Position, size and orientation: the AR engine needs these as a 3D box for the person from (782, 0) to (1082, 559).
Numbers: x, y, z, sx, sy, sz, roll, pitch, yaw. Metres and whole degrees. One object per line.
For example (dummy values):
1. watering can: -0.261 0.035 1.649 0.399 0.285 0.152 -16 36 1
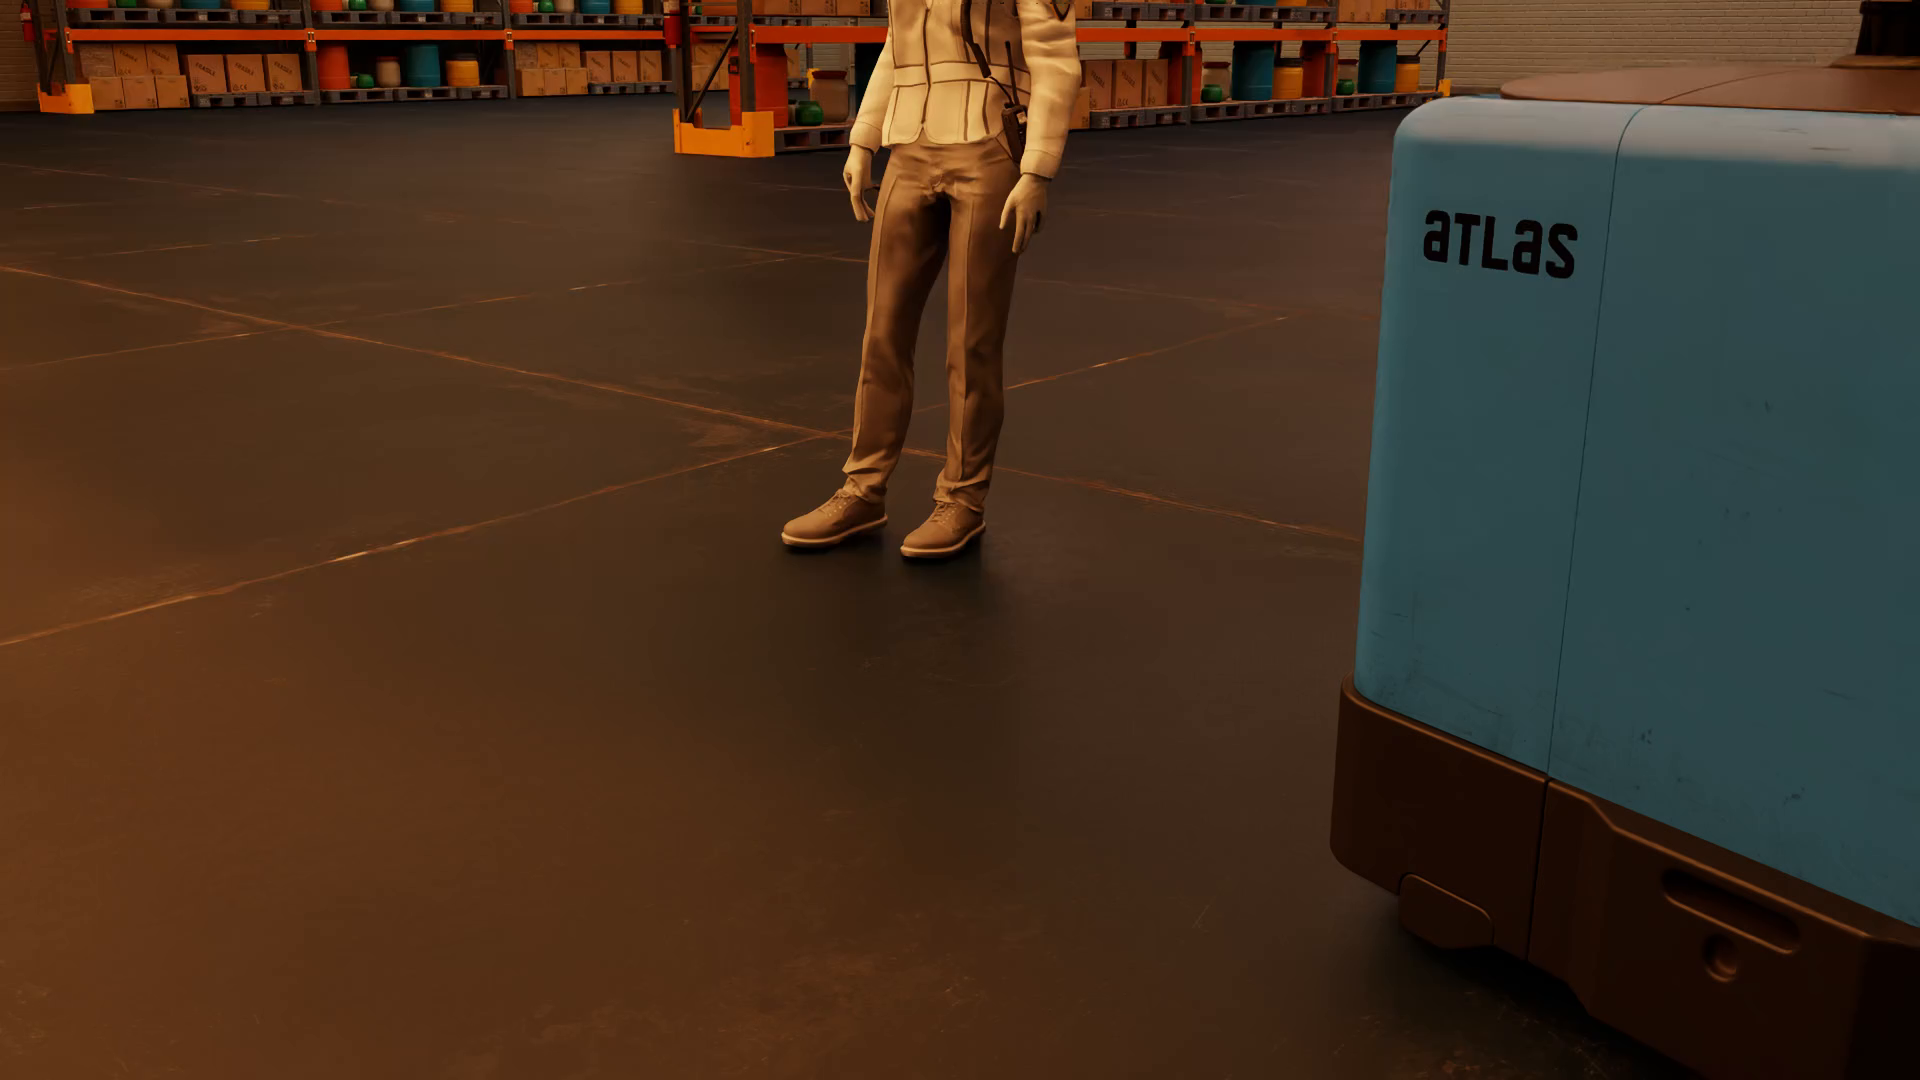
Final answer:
1. person: -0.048 -0.804 3.648 0.587 1.696 0.534 13 21 37

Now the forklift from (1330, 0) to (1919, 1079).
1. forklift: 1.764 -0.639 1.000 1.130 2.935 3.031 -11 20 -33
